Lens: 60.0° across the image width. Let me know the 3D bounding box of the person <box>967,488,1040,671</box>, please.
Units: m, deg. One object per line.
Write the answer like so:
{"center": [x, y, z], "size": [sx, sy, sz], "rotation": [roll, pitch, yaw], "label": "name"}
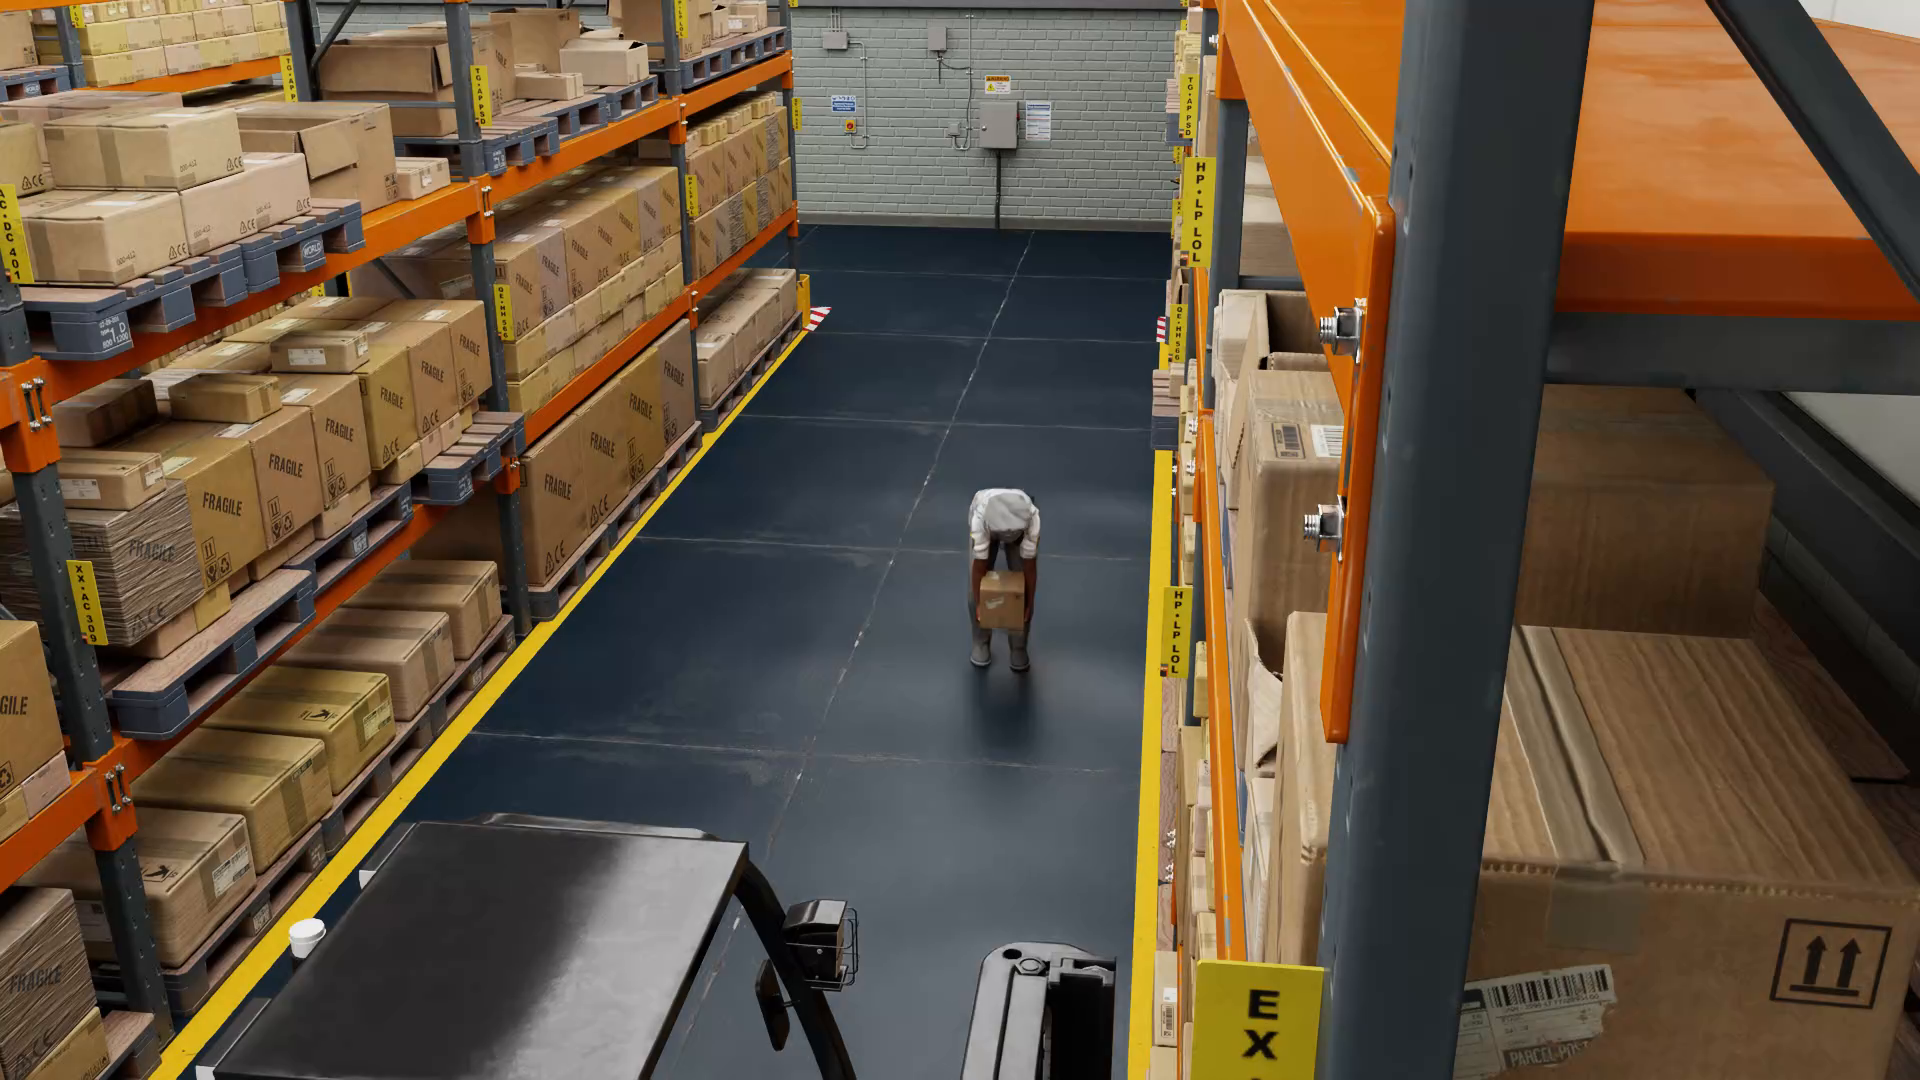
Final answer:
{"center": [0.252, 0.217, 9.622], "size": [0.416, 1.238, 0.920], "rotation": [0, 21, 0], "label": "person"}
